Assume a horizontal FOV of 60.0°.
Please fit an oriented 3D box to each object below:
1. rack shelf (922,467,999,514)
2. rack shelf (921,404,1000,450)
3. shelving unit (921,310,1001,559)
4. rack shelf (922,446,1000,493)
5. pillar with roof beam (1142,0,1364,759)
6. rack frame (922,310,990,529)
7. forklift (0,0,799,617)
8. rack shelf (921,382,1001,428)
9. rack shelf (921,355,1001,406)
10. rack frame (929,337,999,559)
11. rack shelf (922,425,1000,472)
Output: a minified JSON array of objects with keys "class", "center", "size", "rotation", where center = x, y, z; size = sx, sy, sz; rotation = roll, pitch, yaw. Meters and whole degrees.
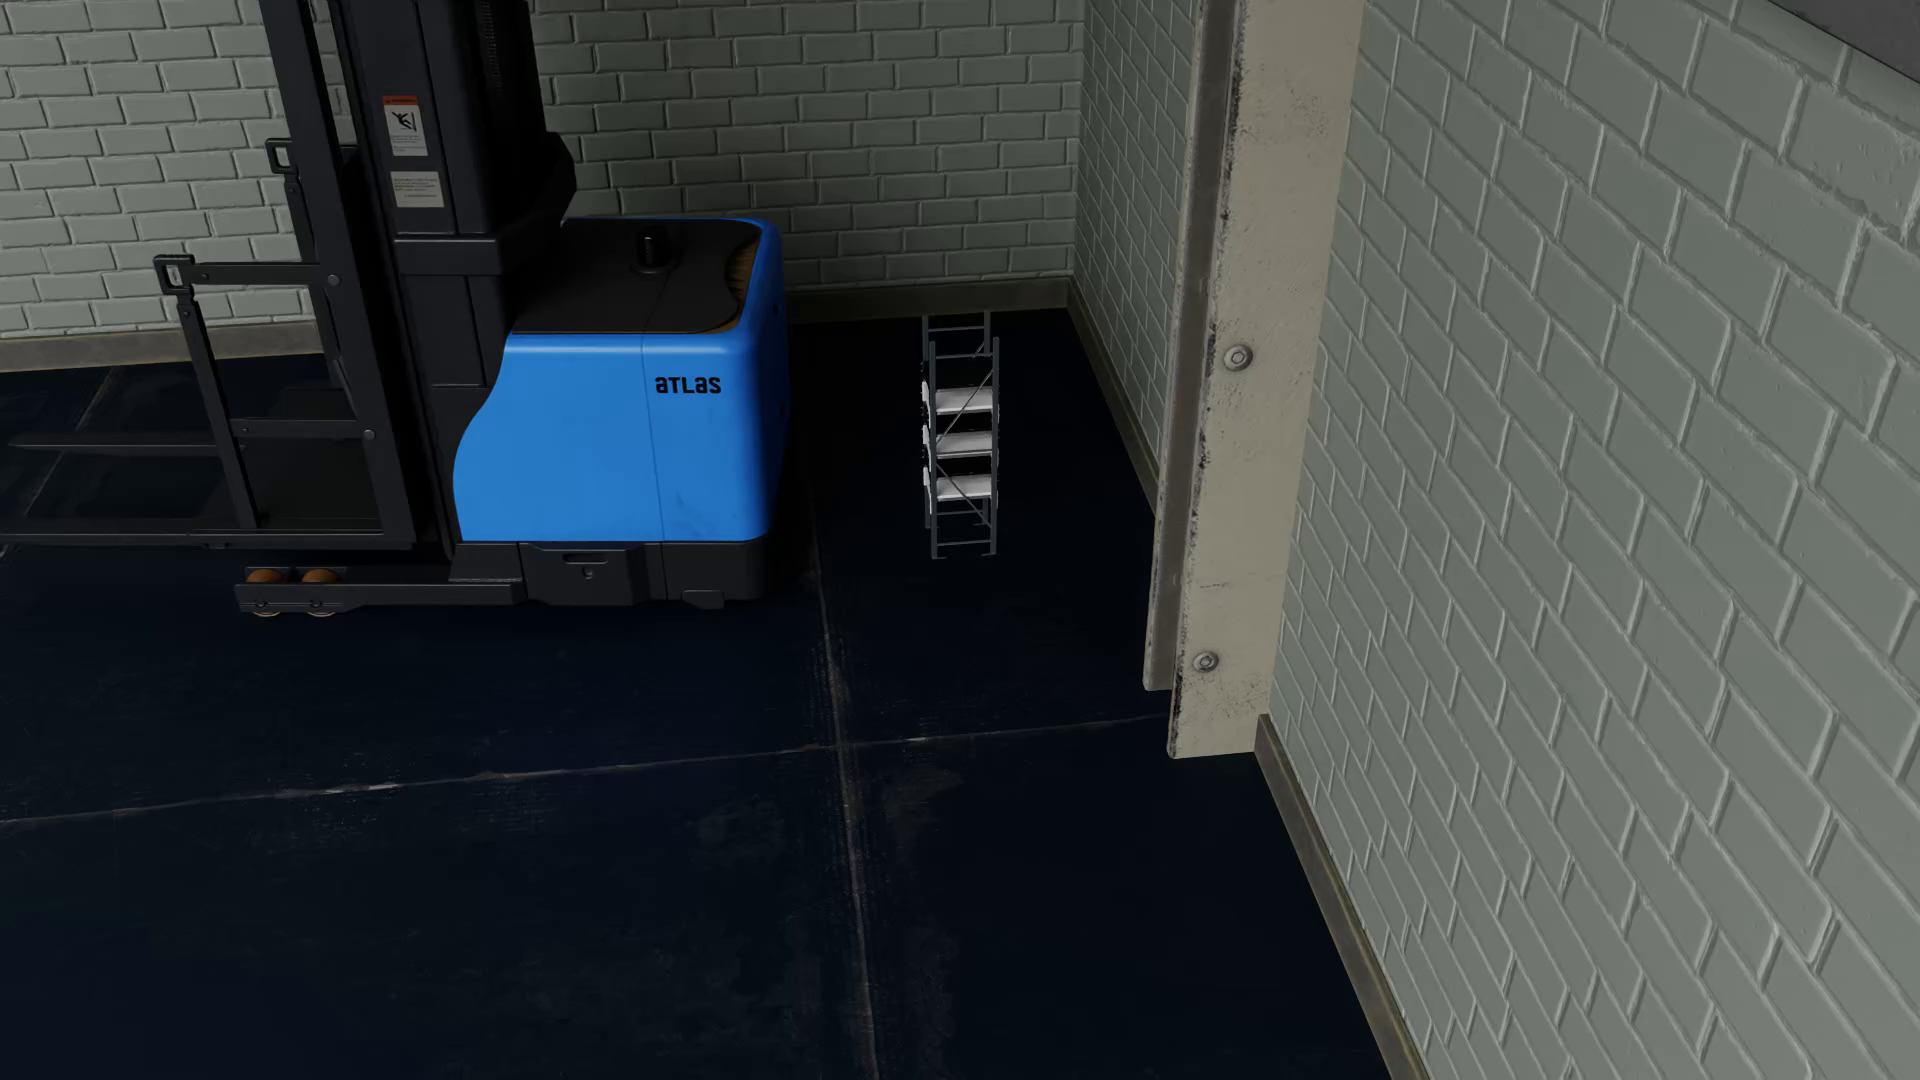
[{"class":"rack shelf","center":[0.001,-0.191,6.110],"size":[0.258,0.077,0.200],"rotation":[-4,35,-6]},{"class":"rack shelf","center":[0.001,-0.414,5.958],"size":[0.258,0.077,0.200],"rotation":[-4,35,-6]},{"class":"shelving unit","center":[0.001,-0.367,5.990],"size":[0.258,0.900,0.210],"rotation":[-4,35,-6]},{"class":"rack shelf","center":[0.001,-0.265,6.059],"size":[0.258,0.077,0.200],"rotation":[-4,35,-6]},{"class":"pillar with roof beam","center":[-3.477,-2.826,2.405],"size":[9.100,9.000,0.400],"rotation":[-4,35,-6]},{"class":"rack frame","center":[-0.013,-0.424,6.073],"size":[0.240,0.900,0.006],"rotation":[-4,35,-6]},{"class":"forklift","center":[-2.155,-1.239,5.466],"size":[3.031,2.935,1.130],"rotation":[0,34,0]},{"class":"rack shelf","center":[0.001,-0.489,5.907],"size":[0.258,0.077,0.200],"rotation":[-4,35,-6]},{"class":"rack shelf","center":[0.001,-0.563,5.857],"size":[0.258,0.077,0.200],"rotation":[-4,35,-6]},{"class":"rack frame","center":[0.015,-0.311,5.907],"size":[0.240,0.900,0.006],"rotation":[-4,35,-6]},{"class":"rack shelf","center":[0.001,-0.340,6.009],"size":[0.258,0.077,0.200],"rotation":[-4,35,-6]}]
